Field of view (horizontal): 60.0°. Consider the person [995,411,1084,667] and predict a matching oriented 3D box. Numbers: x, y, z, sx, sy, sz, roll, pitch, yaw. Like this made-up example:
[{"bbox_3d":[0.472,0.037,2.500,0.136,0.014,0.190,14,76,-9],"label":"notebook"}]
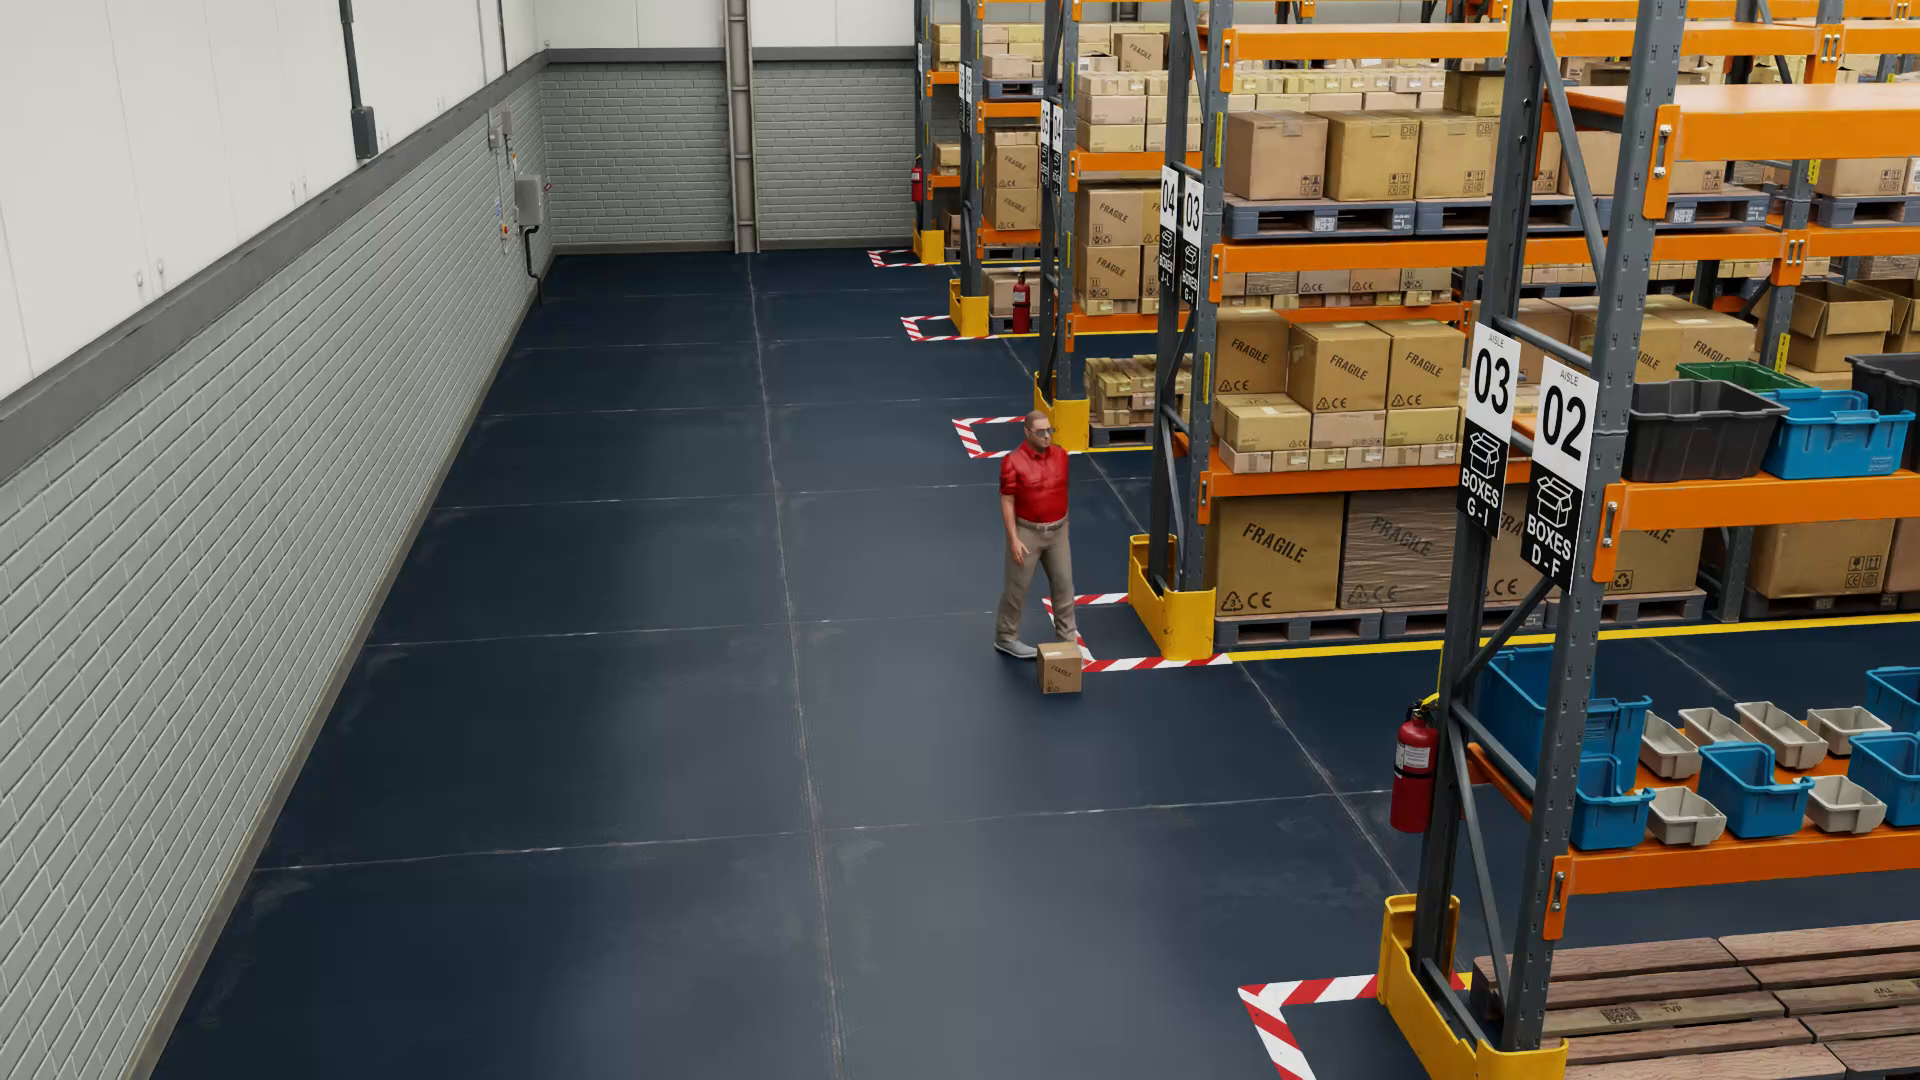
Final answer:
[{"bbox_3d":[0.558,-0.003,11.119,0.544,1.738,0.567,-10,22,-27],"label":"person"}]
